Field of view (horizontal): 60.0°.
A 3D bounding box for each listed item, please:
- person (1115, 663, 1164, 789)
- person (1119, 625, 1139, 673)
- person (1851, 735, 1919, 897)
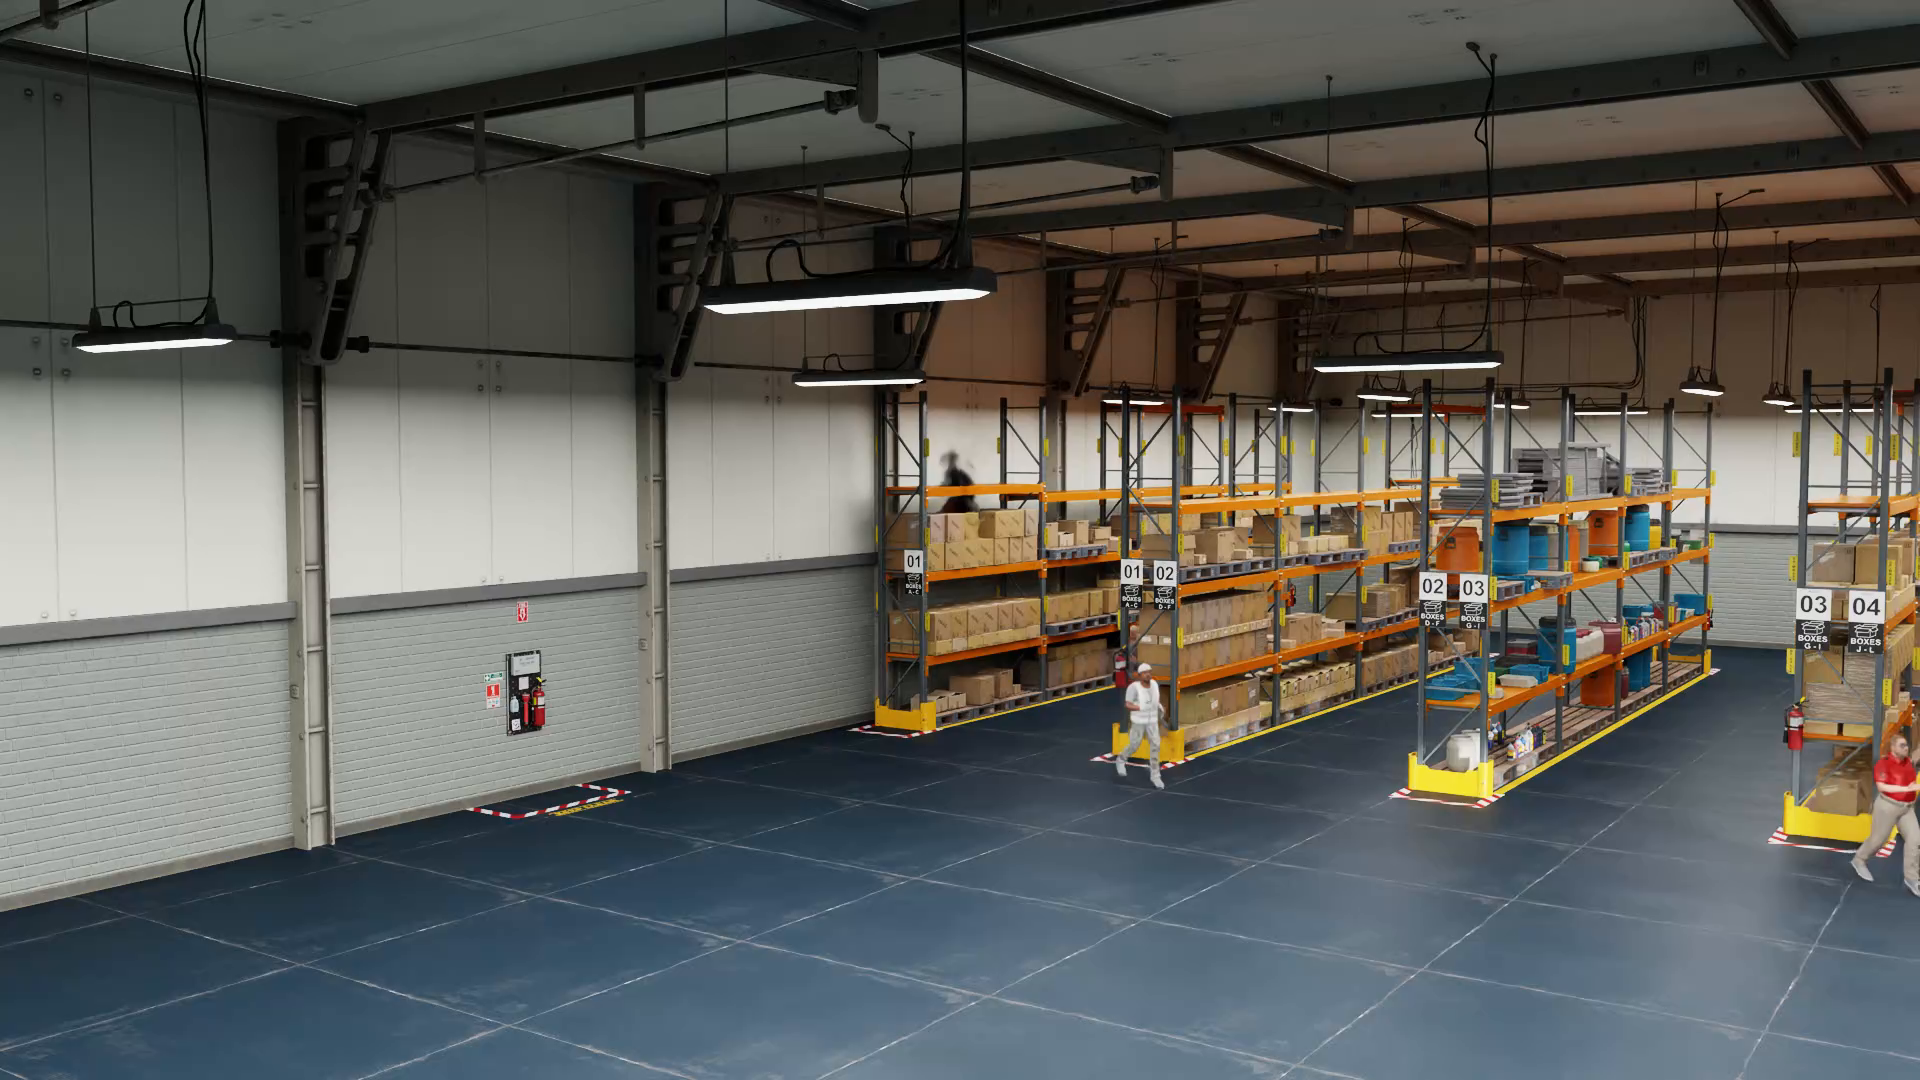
[{"bbox_3d":[2.721,2.729,24.797,0.696,1.808,0.987,-1,3,-25],"label":"person"},{"bbox_3d":[3.139,2.447,29.994,0.666,1.847,0.937,1,3,20],"label":"person"},{"bbox_3d":[10.555,3.081,18.844,0.641,1.769,0.907,-1,3,-17],"label":"person"}]
